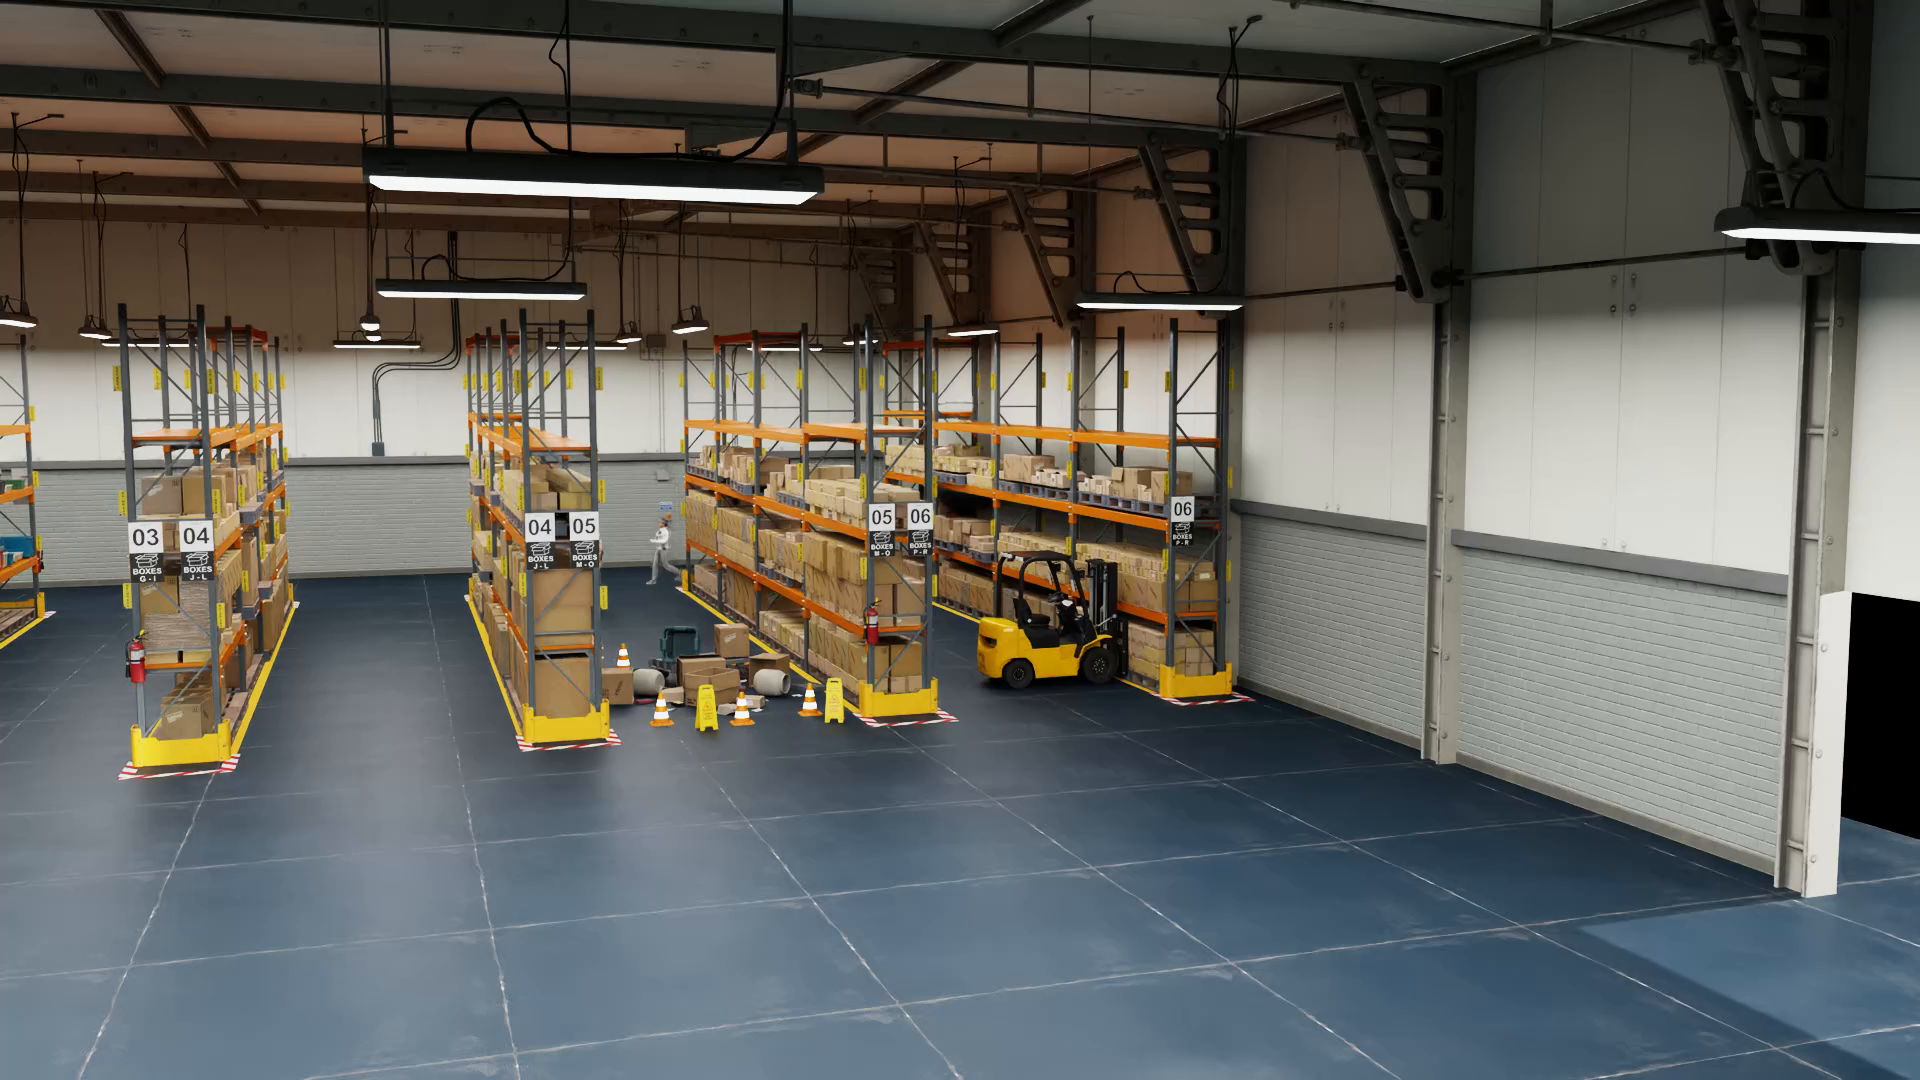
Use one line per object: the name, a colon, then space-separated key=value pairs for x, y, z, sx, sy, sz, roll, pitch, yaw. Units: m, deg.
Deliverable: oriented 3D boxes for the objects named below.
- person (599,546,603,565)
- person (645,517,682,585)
person: x=-8.383 y=0.598 z=37.332 sx=0.690 sy=1.733 sz=0.574 roll=-2 pitch=6 yaw=-21
person: x=-7.325 y=0.263 z=40.953 sx=0.898 sy=1.673 sz=0.618 roll=-3 pitch=6 yaw=-29
